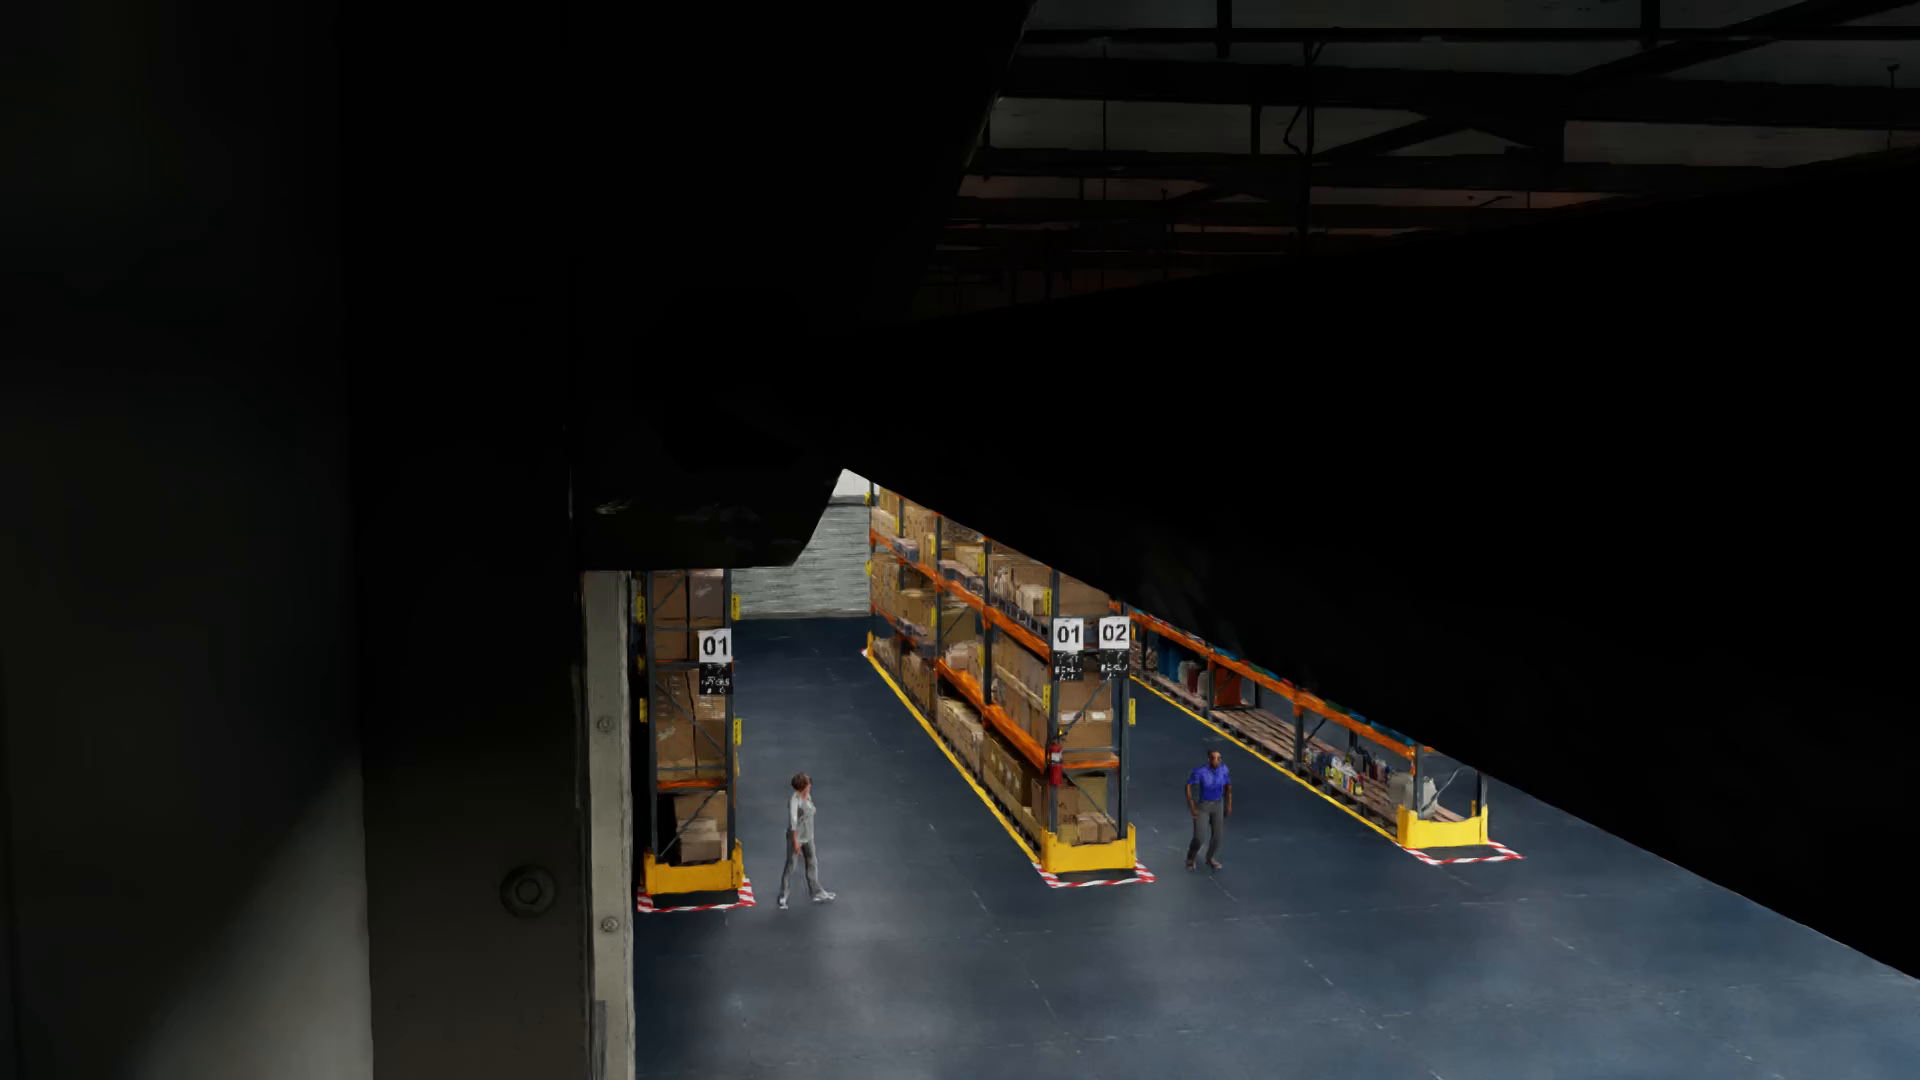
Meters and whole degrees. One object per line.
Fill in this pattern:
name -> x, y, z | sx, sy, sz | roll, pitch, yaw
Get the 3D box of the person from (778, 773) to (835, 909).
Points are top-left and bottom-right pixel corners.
person -> -1.842, 3.495, 19.507 | 0.530, 1.586, 0.636 | 3, 7, 25

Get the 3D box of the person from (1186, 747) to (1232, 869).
person -> 3.128, 3.360, 20.918 | 0.592, 1.604, 0.518 | -1, 6, -12
